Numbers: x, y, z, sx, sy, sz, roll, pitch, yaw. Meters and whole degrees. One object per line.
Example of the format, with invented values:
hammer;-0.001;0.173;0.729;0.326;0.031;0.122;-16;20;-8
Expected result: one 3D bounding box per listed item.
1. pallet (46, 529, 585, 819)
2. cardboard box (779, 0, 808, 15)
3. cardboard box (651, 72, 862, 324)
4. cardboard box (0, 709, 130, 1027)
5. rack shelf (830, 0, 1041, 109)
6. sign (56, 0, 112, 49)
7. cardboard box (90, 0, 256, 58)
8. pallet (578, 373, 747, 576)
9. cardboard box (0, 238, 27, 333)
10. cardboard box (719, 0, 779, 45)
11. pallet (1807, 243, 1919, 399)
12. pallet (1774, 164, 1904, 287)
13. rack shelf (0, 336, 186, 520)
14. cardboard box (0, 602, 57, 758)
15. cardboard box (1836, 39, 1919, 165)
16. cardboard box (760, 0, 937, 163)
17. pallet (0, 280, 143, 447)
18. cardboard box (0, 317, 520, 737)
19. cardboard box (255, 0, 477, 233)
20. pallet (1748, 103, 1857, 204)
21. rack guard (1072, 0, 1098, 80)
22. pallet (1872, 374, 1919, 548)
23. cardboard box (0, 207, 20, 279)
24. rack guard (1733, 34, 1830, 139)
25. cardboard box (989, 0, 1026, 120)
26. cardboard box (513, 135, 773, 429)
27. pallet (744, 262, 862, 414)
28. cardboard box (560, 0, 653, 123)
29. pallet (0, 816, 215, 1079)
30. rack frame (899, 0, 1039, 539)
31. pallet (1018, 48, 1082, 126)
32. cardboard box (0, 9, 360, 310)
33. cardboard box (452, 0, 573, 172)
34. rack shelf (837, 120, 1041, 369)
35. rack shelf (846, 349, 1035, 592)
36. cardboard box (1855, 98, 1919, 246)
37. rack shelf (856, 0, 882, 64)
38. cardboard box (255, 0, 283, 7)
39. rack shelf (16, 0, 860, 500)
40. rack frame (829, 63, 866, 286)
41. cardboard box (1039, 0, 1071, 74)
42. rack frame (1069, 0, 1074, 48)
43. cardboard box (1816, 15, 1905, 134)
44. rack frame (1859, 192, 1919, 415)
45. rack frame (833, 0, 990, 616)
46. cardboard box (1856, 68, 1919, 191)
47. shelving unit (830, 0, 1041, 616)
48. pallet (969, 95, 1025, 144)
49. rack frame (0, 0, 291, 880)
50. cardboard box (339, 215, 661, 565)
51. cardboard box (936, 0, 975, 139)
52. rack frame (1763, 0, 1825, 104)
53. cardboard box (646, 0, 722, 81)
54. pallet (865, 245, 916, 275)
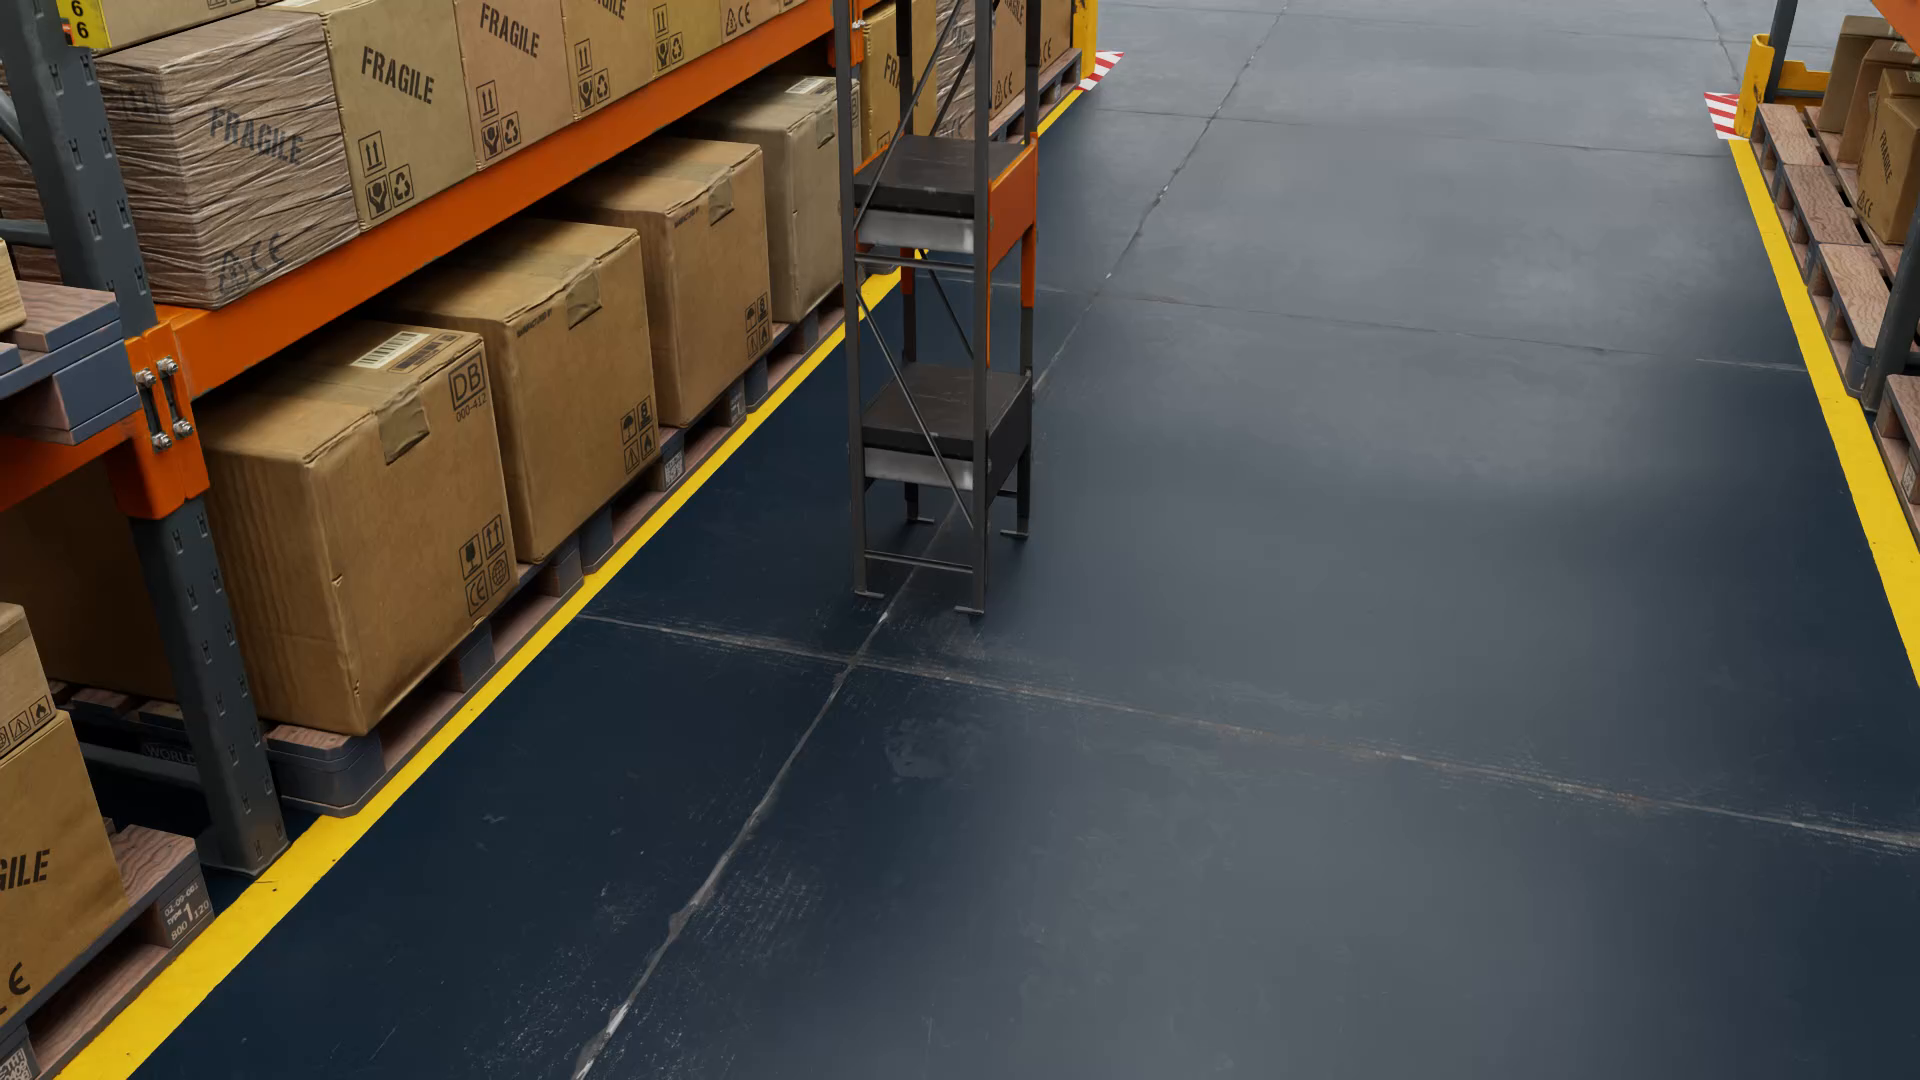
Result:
pallet;-1.778;0.237;4.607;1.003;0.211;1.213;8;30;15
cardboard box;-0.805;-2.248;6.103;0.500;0.500;0.500;8;30;15
cardboard box;-1.004;-1.384;6.535;1.050;0.750;0.750;8;30;15
cardboard box;-2.025;0.626;3.179;0.500;0.500;0.500;8;30;15
rack shelf;-0.049;-1.440;4.268;0.431;0.518;0.480;8;30;15
sign;-1.560;-1.024;2.896;0.100;0.325;0.005;8;30;15
cardboard box;-1.941;-1.314;3.395;0.700;0.500;0.500;8;30;15
pallet;-1.419;-0.328;5.623;1.003;0.211;1.213;8;30;15
cardboard box;-1.787;-0.405;2.719;0.380;0.149;0.250;9;30;16
cardboard box;-0.954;-2.013;5.681;0.500;0.500;0.500;8;30;14
pallet;3.967;-0.829;6.523;1.003;0.211;1.213;8;30;15
pallet;4.324;-1.398;7.545;1.003;0.211;1.213;8;30;15
rack shelf;-2.669;0.618;1.794;1.077;0.370;4.000;8;30;15
cardboard box;-2.032;0.310;2.975;0.500;0.250;0.500;8;30;14
cardboard box;4.636;-2.110;8.096;0.500;0.500;0.500;17;33;28
cardboard box;-0.656;-2.022;7.553;0.875;0.875;0.875;9;30;16
pallet;-2.189;-0.196;2.714;1.213;0.211;1.003;8;30;15
cardboard box;-1.817;-0.097;4.220;1.050;0.750;0.750;8;30;14
cardboard box;-1.546;-1.077;3.997;0.500;0.500;0.500;8;30;14
pallet;4.684;-1.963;8.561;1.003;0.211;1.213;8;30;15
rack guard;0.273;-3.263;10.601;1.175;0.500;0.348;8;30;15
pallet;3.577;-0.150;5.302;1.003;0.211;1.213;8;30;15
cardboard box;-2.206;-0.917;3.711;0.500;0.500;0.500;8;30;15
rack guard;4.956;-2.462;9.161;1.175;0.500;0.348;8;30;15
cardboard box;-0.126;-2.865;9.069;0.875;0.875;0.875;8;30;14
cardboard box;-1.291;-0.936;5.730;1.050;0.750;0.750;8;30;15
pallet;-1.062;-0.897;6.646;1.003;0.211;1.213;8;30;15
cardboard box;-1.249;-1.542;4.834;0.500;0.500;0.500;8;30;14
pallet;-2.313;0.955;3.315;1.003;0.211;1.213;8;30;15
rack frame;0.023;-0.954;4.805;0.400;2.100;0.015;8;30;15
pallet;0.106;-2.743;9.963;1.003;0.211;1.213;8;30;15
cardboard box;-1.692;-0.840;3.571;0.500;0.500;0.500;9;30;15
cardboard box;-1.397;-1.311;4.418;0.500;0.500;0.500;8;30;15
rack shelf;-0.049;-0.829;4.608;0.431;0.518;0.480;8;30;15
rack shelf;-0.049;-0.217;4.948;0.431;0.518;0.480;8;30;15
cardboard box;4.228;-1.569;7.124;0.500;0.500;0.500;6;30;10
rack shelf;-0.321;-3.100;8.477;1.077;0.370;4.000;8;30;15
cardboard box;-1.793;-1.549;3.818;0.700;0.500;0.500;8;30;14
rack shelf;-1.495;-1.241;5.136;1.077;0.370;4.000;8;30;15
rack frame;-0.908;-2.485;6.632;1.000;3.000;0.127;8;30;15
cardboard box;0.130;-3.274;9.804;0.875;0.875;0.875;9;30;15
rack frame;0.266;-4.344;9.973;1.000;3.000;0.127;8;30;15
cardboard box;4.779;-2.393;8.605;0.500;0.500;0.500;14;32;24
rack frame;3.804;-1.730;5.275;1.000;3.000;0.127;8;30;15
rack frame;-0.120;-0.727;4.397;0.400;2.100;0.015;8;30;15
cardboard box;4.434;-1.822;7.578;0.500;0.500;0.500;11;31;20
shelving unit;-0.049;-0.841;4.601;0.431;2.100;0.503;8;30;15
pallet;-0.254;-2.177;8.947;1.003;0.211;1.213;8;30;15
rack frame;-2.082;-0.626;3.290;1.000;3.000;0.127;8;30;15
cardboard box;-1.564;-0.503;4.952;1.050;0.750;0.750;9;30;16
cardboard box;-0.395;-2.442;8.307;0.875;0.875;0.875;9;30;15
rack frame;4.978;-3.589;8.616;1.000;3.000;0.127;8;30;15
cardboard box;-1.102;-1.778;5.258;0.500;0.500;0.500;9;30;15
pallet;-0.610;-1.609;7.925;1.003;0.211;1.213;8;30;15
